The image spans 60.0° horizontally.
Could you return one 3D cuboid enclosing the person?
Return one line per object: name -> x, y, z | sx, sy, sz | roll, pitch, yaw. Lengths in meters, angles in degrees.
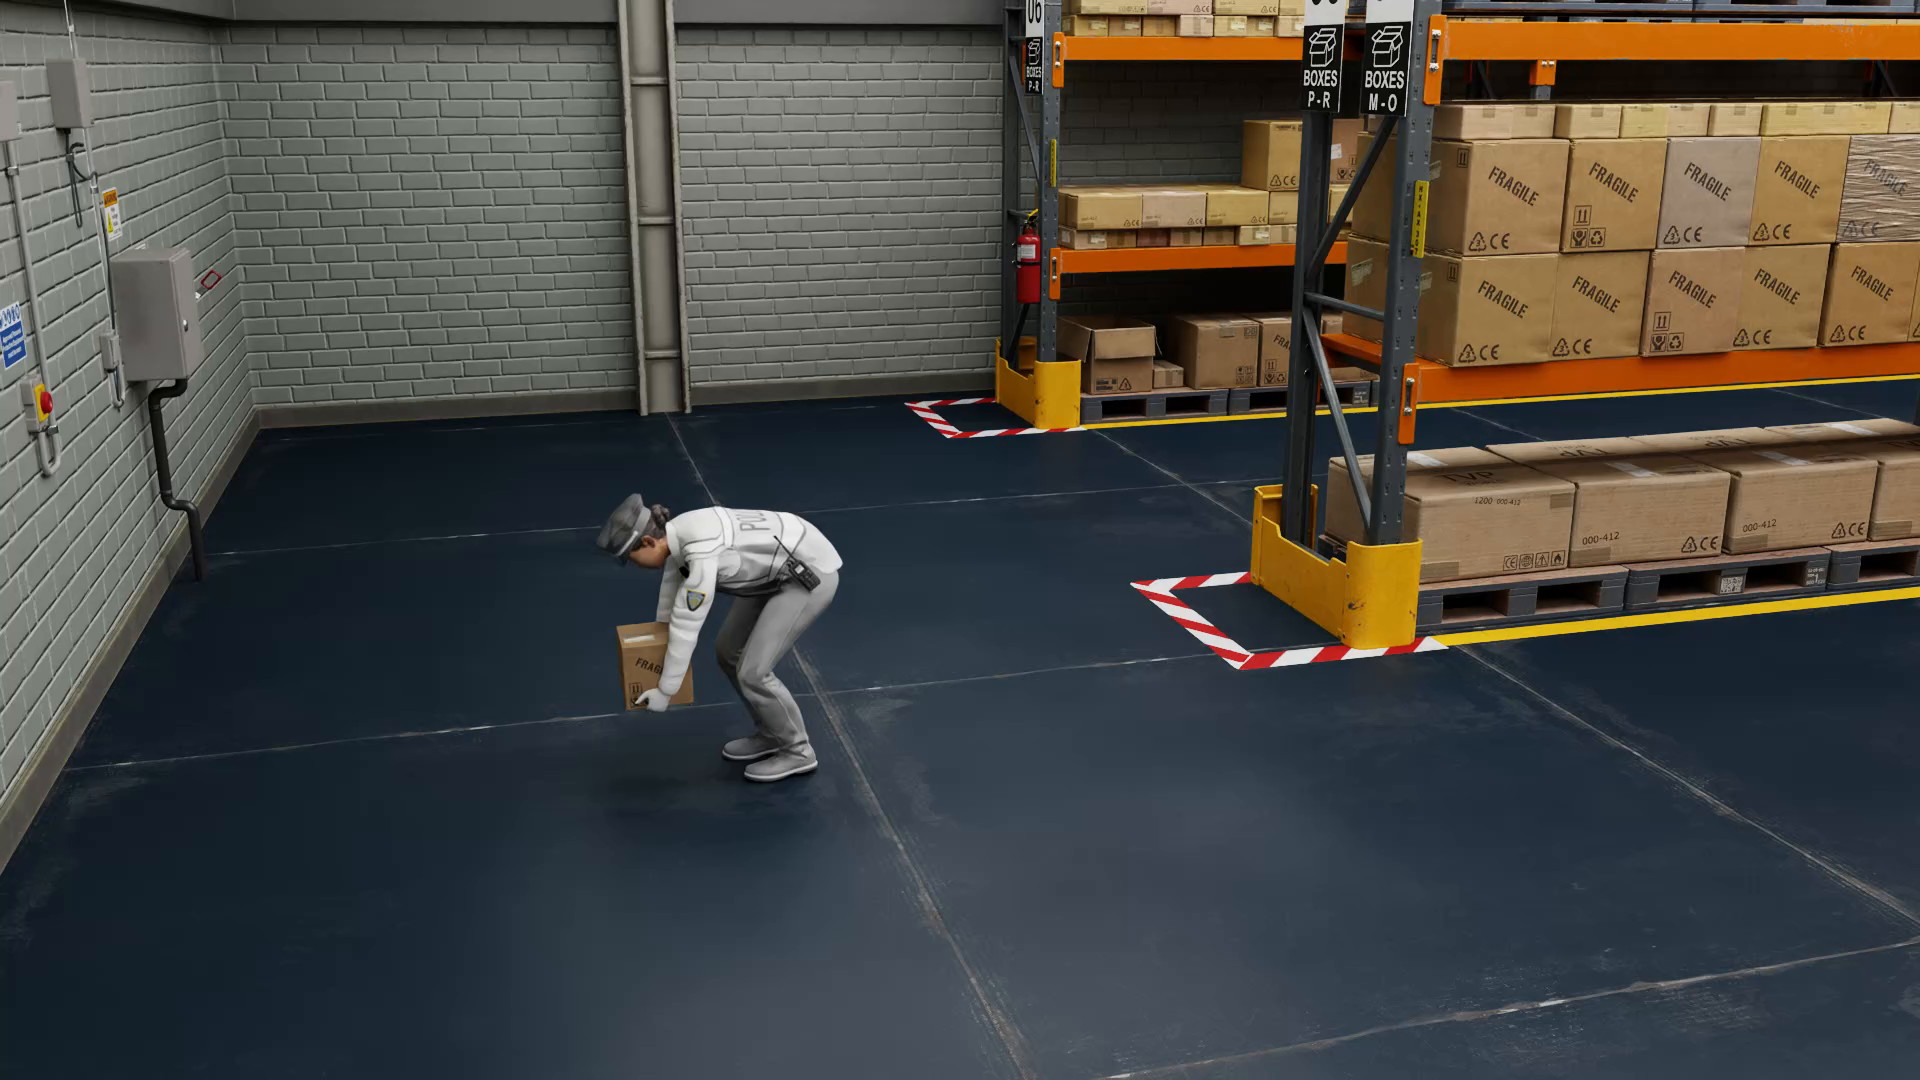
person -> -0.899, 0.350, 6.295 | 0.917, 1.126, 0.438 | -5, 17, -18
